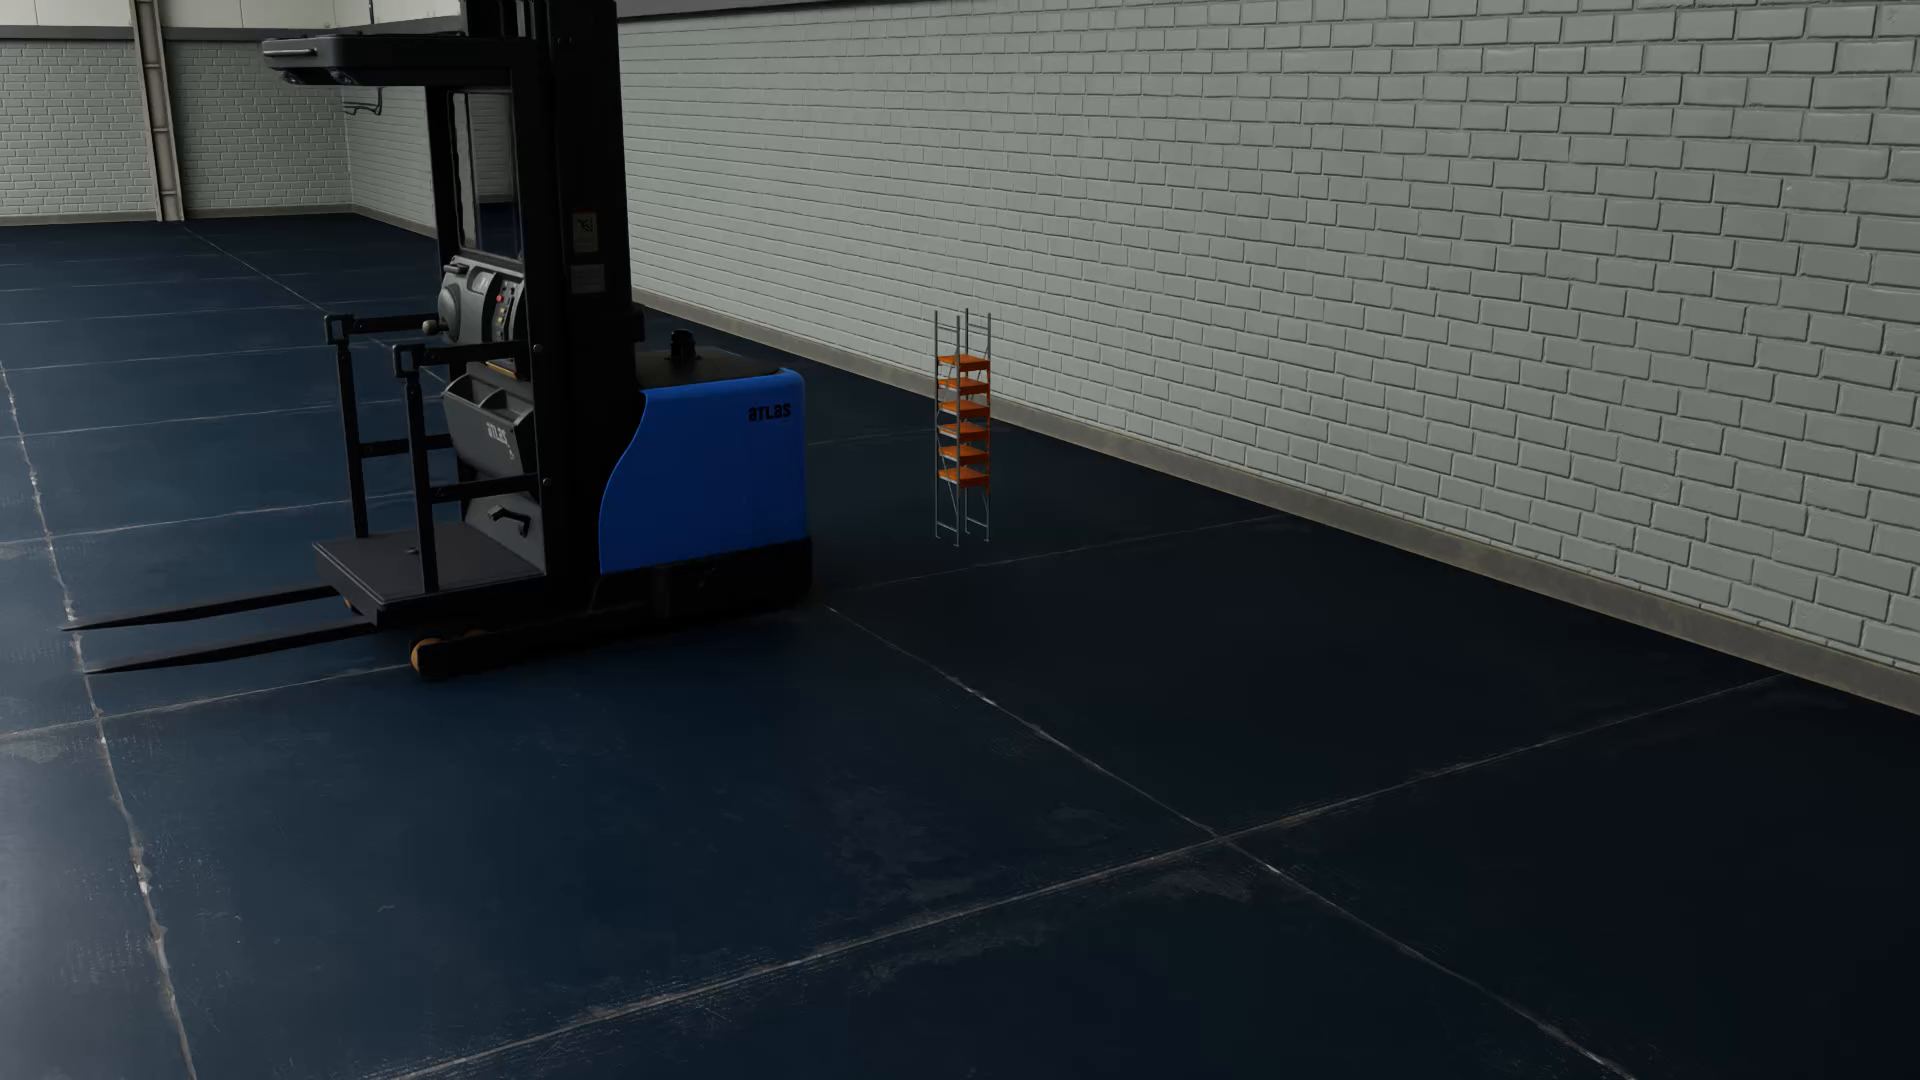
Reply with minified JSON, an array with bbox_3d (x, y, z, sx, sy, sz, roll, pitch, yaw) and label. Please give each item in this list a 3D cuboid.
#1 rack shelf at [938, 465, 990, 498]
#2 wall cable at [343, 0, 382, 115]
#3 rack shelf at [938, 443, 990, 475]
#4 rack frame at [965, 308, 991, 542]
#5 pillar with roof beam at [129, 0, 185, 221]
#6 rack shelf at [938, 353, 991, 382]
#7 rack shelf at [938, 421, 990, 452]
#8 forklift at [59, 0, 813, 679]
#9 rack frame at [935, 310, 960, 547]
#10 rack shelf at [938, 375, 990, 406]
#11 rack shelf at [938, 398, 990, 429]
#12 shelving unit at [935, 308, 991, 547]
[{"bbox_3d":[0.012,-0.306,8.670,0.180,0.103,0.258,-9,18,-30],"label":"rack shelf"},{"bbox_3d":[-10.026,-8.304,27.454,0.112,2.526,3.097,-9,18,-30],"label":"wall cable"},{"bbox_3d":[0.012,-0.421,8.638,0.180,0.103,0.258,-9,18,-30],"label":"rack shelf"},{"bbox_3d":[0.091,-0.592,8.639,0.006,1.200,0.240,-9,18,-30],"label":"rack frame"},{"bbox_3d":[-11.015,-8.700,23.112,0.400,9.000,9.100,-9,18,-30],"label":"pillar with roof beam"},{"bbox_3d":[0.012,-0.884,8.508,0.180,0.103,0.258,-9,18,-30],"label":"rack shelf"},{"bbox_3d":[0.012,-0.537,8.605,0.180,0.103,0.258,-9,18,-30],"label":"rack shelf"},{"bbox_3d":[-2.189,-1.009,6.919,3.031,2.935,1.130,-11,19,-33],"label":"forklift"},{"bbox_3d":[-0.066,-0.567,8.548,0.006,1.200,0.240,-9,18,-30],"label":"rack frame"},{"bbox_3d":[0.012,-0.768,8.541,0.180,0.103,0.258,-9,18,-30],"label":"rack shelf"},{"bbox_3d":[0.012,-0.653,8.573,0.180,0.103,0.258,-9,18,-30],"label":"rack shelf"},{"bbox_3d":[0.012,-0.580,8.593,0.189,1.200,0.258,-9,18,-30],"label":"shelving unit"}]
